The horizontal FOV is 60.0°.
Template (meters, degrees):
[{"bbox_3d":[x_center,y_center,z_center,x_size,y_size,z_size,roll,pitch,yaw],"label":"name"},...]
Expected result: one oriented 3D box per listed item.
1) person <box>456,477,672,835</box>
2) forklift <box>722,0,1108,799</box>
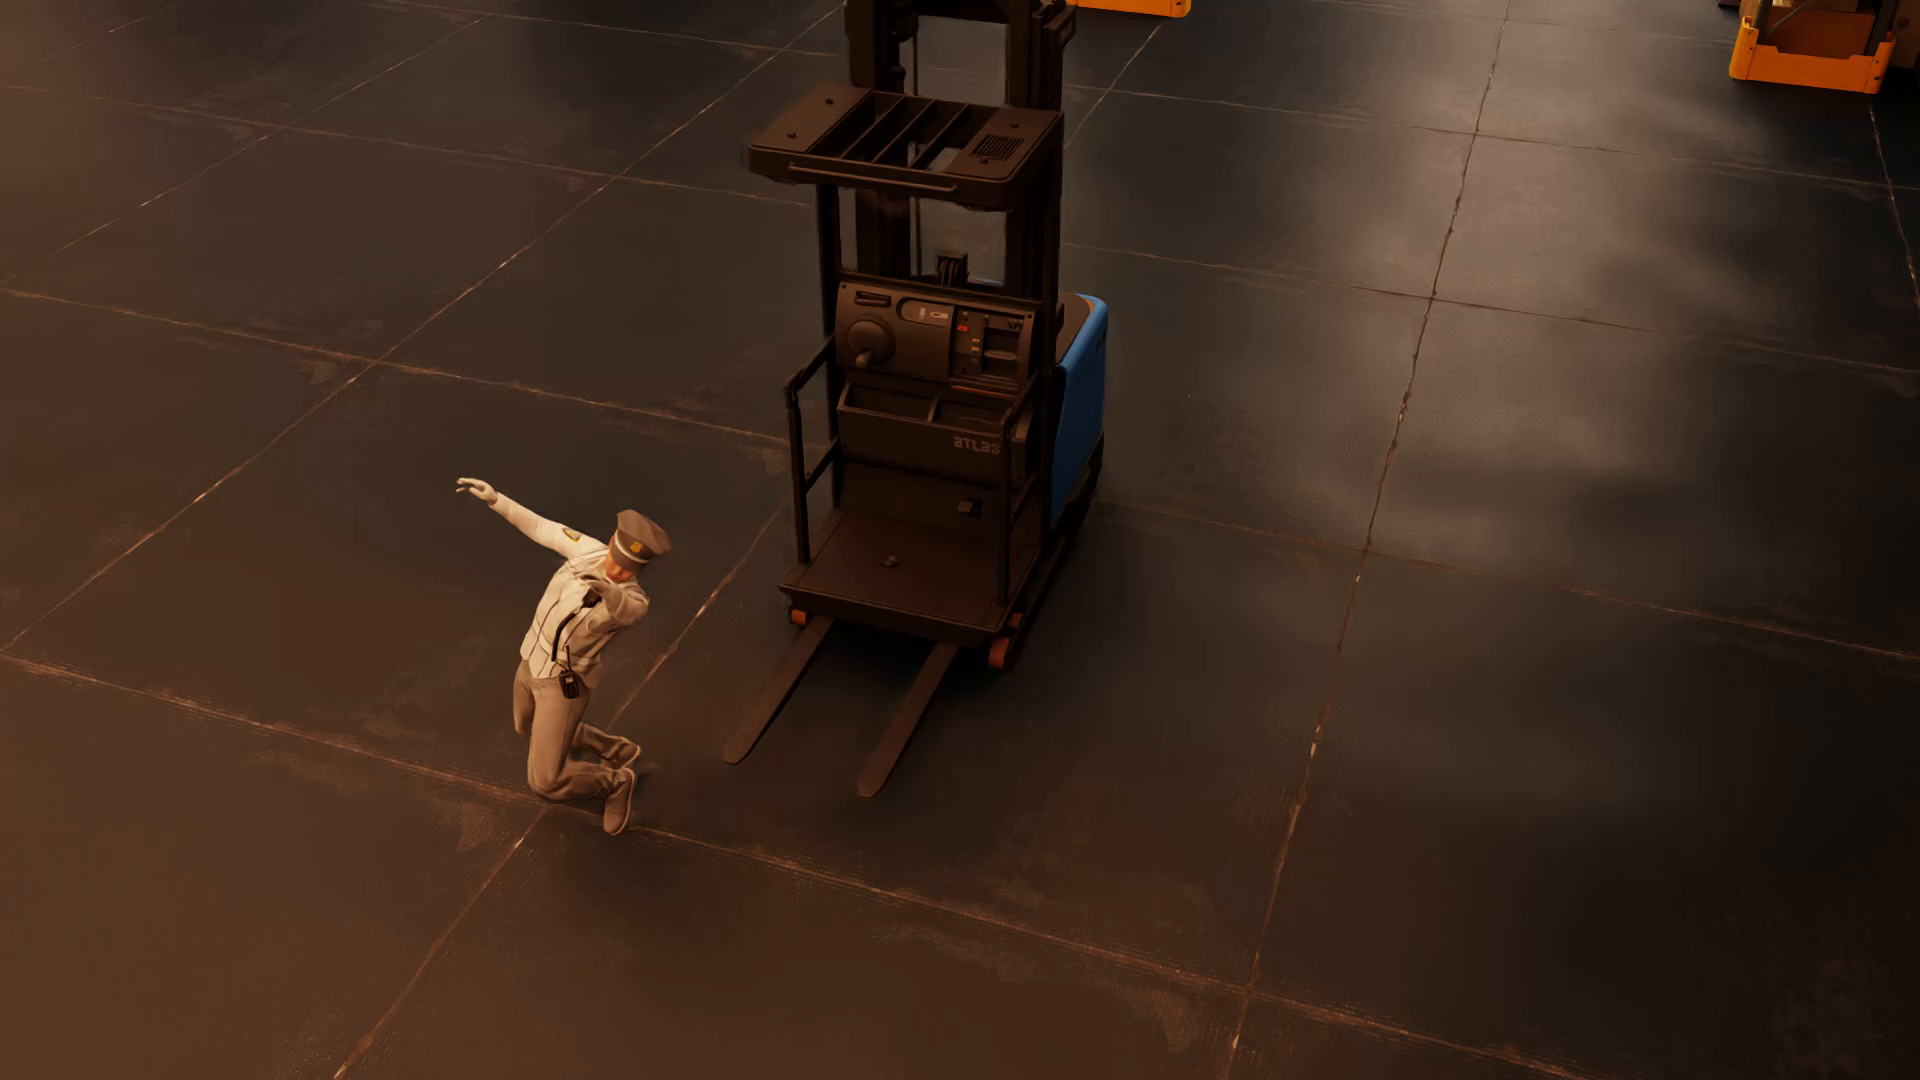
[{"bbox_3d":[-1.458,0.498,6.625,0.761,1.530,0.876,-18,39,-23],"label":"person"},{"bbox_3d":[-0.186,-0.853,7.313,1.130,2.935,3.031,11,37,15],"label":"forklift"}]
